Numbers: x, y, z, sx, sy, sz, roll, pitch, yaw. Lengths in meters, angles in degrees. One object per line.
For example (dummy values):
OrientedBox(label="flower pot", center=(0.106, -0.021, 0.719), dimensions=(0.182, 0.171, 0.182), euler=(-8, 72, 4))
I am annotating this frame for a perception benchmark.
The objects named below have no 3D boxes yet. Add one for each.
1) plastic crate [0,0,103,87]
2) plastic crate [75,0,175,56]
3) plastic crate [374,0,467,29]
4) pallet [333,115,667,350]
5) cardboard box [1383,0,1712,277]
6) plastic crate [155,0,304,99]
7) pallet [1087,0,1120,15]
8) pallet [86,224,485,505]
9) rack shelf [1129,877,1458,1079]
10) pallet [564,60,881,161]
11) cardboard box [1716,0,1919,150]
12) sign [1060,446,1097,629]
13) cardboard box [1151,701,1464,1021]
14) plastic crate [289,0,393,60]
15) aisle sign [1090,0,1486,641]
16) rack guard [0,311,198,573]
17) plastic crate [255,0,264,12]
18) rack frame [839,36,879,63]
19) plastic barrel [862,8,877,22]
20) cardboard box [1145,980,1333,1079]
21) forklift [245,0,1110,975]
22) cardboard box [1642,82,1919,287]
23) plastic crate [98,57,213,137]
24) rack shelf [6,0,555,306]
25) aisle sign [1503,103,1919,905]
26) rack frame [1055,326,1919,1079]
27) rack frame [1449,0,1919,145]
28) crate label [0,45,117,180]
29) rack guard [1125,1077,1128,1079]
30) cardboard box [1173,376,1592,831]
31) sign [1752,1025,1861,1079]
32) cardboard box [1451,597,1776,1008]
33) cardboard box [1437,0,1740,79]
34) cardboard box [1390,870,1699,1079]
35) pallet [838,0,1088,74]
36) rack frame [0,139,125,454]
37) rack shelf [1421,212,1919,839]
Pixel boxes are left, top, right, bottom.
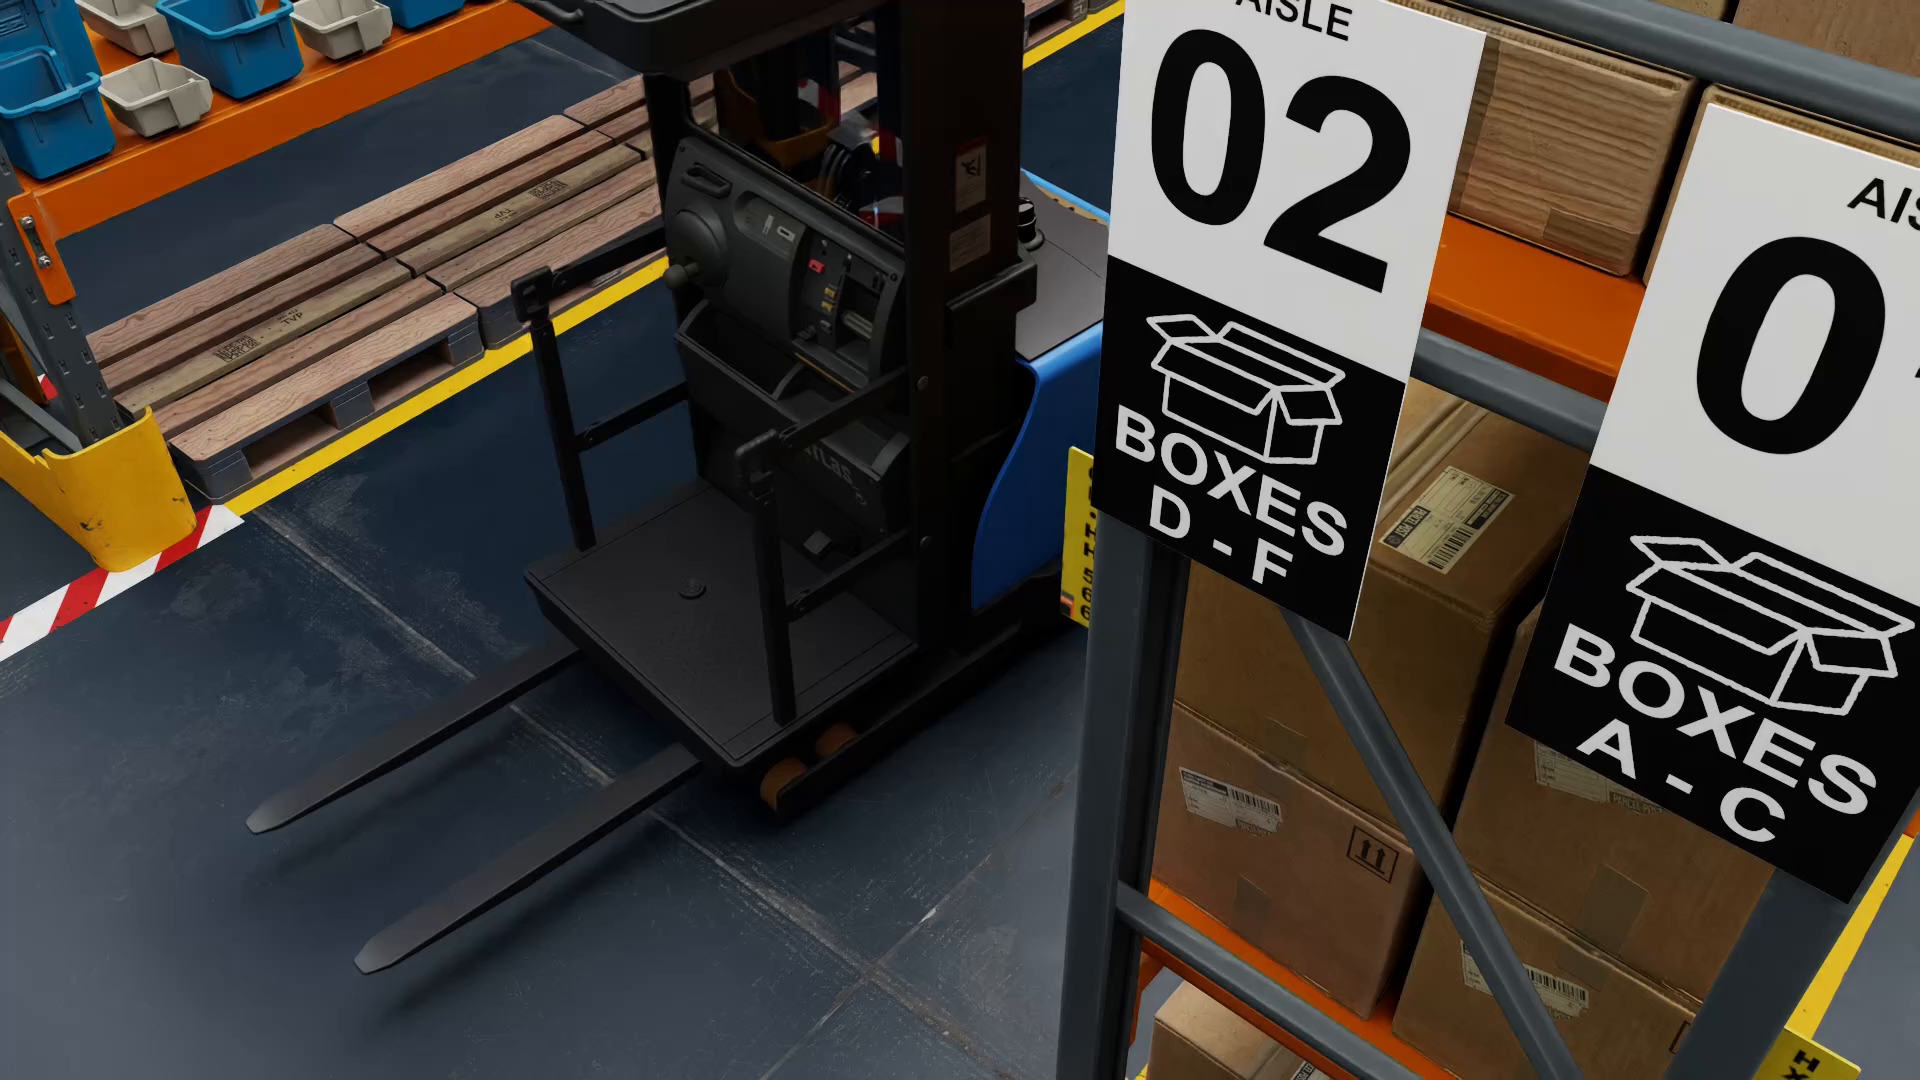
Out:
OrientedBox(label="plastic crate", center=(-3.112, -1.629, 5.241), dimensions=(0.616, 0.435, 0.499), euler=(29, 50, 28))
OrientedBox(label="plastic crate", center=(-2.798, -1.763, 5.611), dimensions=(0.396, 0.136, 0.243), euler=(29, 50, 28))
OrientedBox(label="plastic crate", center=(-1.926, -1.963, 5.759), dimensions=(0.416, 0.233, 0.300), euler=(29, 50, 28))
OrientedBox(label="pallet", center=(-1.839, -1.342, 7.069), dimensions=(1.003, 0.211, 1.213), euler=(29, 50, 28))
OrientedBox(label="cardboard box", center=(0.733, -0.627, 2.091), dimensions=(0.500, 0.250, 0.500), euler=(29, 50, 28))
OrientedBox(label="plastic crate", center=(-2.350, -1.624, 5.386), dimensions=(0.416, 0.233, 0.300), euler=(29, 50, 28))
OrientedBox(label="pallet", center=(0.703, -3.378, 9.309), dimensions=(1.003, 0.211, 1.213), euler=(29, 50, 28))
OrientedBox(label="pallet", center=(-2.624, -0.716, 6.381), dimensions=(1.003, 0.211, 1.213), euler=(29, 50, 28))
OrientedBox(label="rack shelf", center=(1.891, 0.043, 4.008), dimensions=(1.077, 0.370, 4.000), euler=(29, 50, 28))
OrientedBox(label="pallet", center=(-1.054, -1.973, 7.763), dimensions=(1.003, 0.211, 1.213), euler=(29, 50, 28))
OrientedBox(label="cardboard box", center=(1.134, -0.585, 1.674), dimensions=(0.500, 0.250, 0.500), euler=(29, 50, 28))
OrientedBox(label="sign", center=(0.192, 0.010, 2.413), dimensions=(0.100, 0.325, 0.005), euler=(29, 50, 28))
OrientedBox(label="cardboard box", center=(0.684, 0.421, 2.983), dimensions=(0.500, 0.500, 0.500), euler=(31, 51, 30))
OrientedBox(label="plastic crate", center=(-2.067, -1.728, 5.572), dimensions=(0.250, 0.136, 0.298), euler=(29, 50, 28))
OrientedBox(label="aisle sign", center=(0.326, -0.253, 1.866), dimensions=(0.394, 0.787, 0.004), euler=(29, 50, 28))
OrientedBox(label="rack guard", center=(-3.190, -0.397, 5.815), dimensions=(1.175, 0.500, 0.348), euler=(29, 50, 28))
OrientedBox(label="plastic crate", center=(-2.601, -1.906, 5.768), dimensions=(0.396, 0.136, 0.243), euler=(29, 50, 28))
OrientedBox(label="rack frame", center=(-0.610, -3.400, 7.260), dimensions=(1.000, 3.000, 0.127), euler=(29, 50, 28))
OrientedBox(label="plastic barrel", center=(-0.247, -3.052, 8.124), dimensions=(0.600, 0.901, 0.708), euler=(29, 50, 28))
OrientedBox(label="cardboard box", center=(0.766, 1.182, 3.752), dimensions=(0.500, 0.500, 0.500), euler=(29, 50, 28))
OrientedBox(label="forklift", center=(-0.637, -0.680, 4.320), dimensions=(3.031, 2.935, 1.130), euler=(-32, 51, -31))
OrientedBox(label="cardboard box", center=(1.129, -0.403, 1.845), dimensions=(0.500, 0.250, 0.500), euler=(29, 50, 28))
OrientedBox(label="plastic crate", center=(-2.504, -1.379, 5.188), dimensions=(0.250, 0.136, 0.298), euler=(29, 50, 28))
OrientedBox(label="rack shelf", center=(-1.897, -2.104, 6.369), dimensions=(1.077, 0.370, 4.000), euler=(29, 50, 28))
OrientedBox(label="aisle sign", center=(0.785, 0.007, 1.581), dimensions=(0.394, 0.787, 0.004), euler=(29, 50, 28))
OrientedBox(label="rack frame", center=(0.604, 0.806, 2.634), dimensions=(1.000, 3.000, 0.127), euler=(29, 50, 28))
OrientedBox(label="rack frame", center=(0.604, -1.413, 0.615), dimensions=(1.000, 3.000, 0.127), euler=(29, 50, 28))
OrientedBox(label="crate label", center=(-2.774, -1.285, 5.014), dimensions=(0.416, 0.233, 0.303), euler=(29, 50, 28))
OrientedBox(label="rack guard", center=(0.653, 1.692, 3.518), dimensions=(1.175, 0.500, 0.348), euler=(29, 50, 28))
OrientedBox(label="cardboard box", center=(0.680, 0.051, 2.647), dimensions=(0.500, 0.500, 0.500), euler=(29, 50, 28))
OrientedBox(label="sign", center=(1.020, 0.721, 2.084), dimensions=(0.100, 0.325, 0.005), euler=(29, 50, 28))
OrientedBox(label="cardboard box", center=(1.092, 0.285, 2.389), dimensions=(0.500, 0.500, 0.500), euler=(31, 51, 30))
OrientedBox(label="cardboard box", center=(0.740, -0.808, 1.919), dimensions=(0.500, 0.250, 0.500), euler=(29, 50, 28))
OrientedBox(label="cardboard box", center=(1.092, 0.655, 2.726), dimensions=(0.500, 0.500, 0.500), euler=(31, 50, 29))
OrientedBox(label="pallet", center=(-0.082, -2.747, 8.615), dimensions=(1.003, 0.211, 1.213), euler=(29, 50, 28))
OrientedBox(label="rack frame", center=(-3.185, -1.340, 4.994), dimensions=(1.000, 3.000, 0.127), euler=(29, 50, 28))
OrientedBox(label="rack shelf", center=(1.891, -1.067, 2.999), dimensions=(1.077, 0.370, 4.000), euler=(29, 50, 28))
